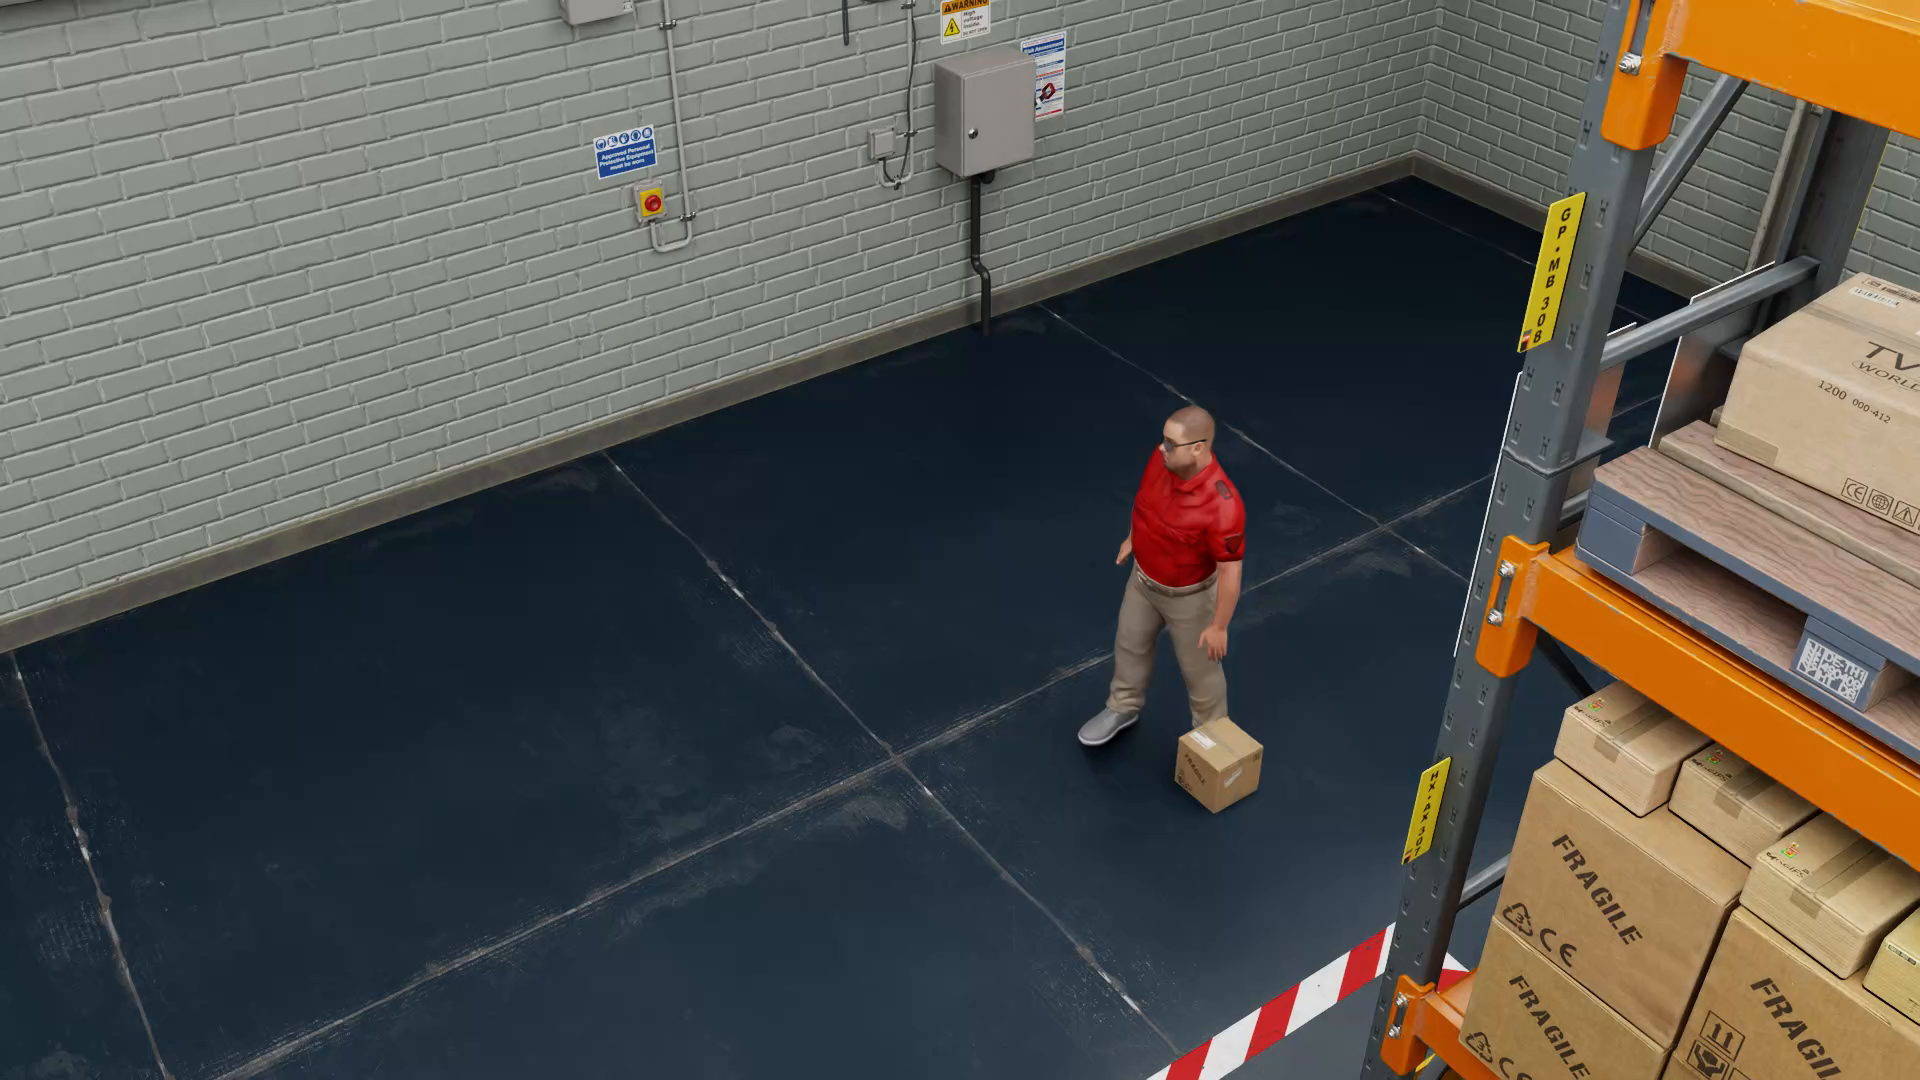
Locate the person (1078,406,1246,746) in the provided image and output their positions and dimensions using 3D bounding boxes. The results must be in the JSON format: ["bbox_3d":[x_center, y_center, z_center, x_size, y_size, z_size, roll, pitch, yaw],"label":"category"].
[{"bbox_3d":[0.826,0.195,6.709,0.533,1.728,0.716,-22,41,-27],"label":"person"}]
